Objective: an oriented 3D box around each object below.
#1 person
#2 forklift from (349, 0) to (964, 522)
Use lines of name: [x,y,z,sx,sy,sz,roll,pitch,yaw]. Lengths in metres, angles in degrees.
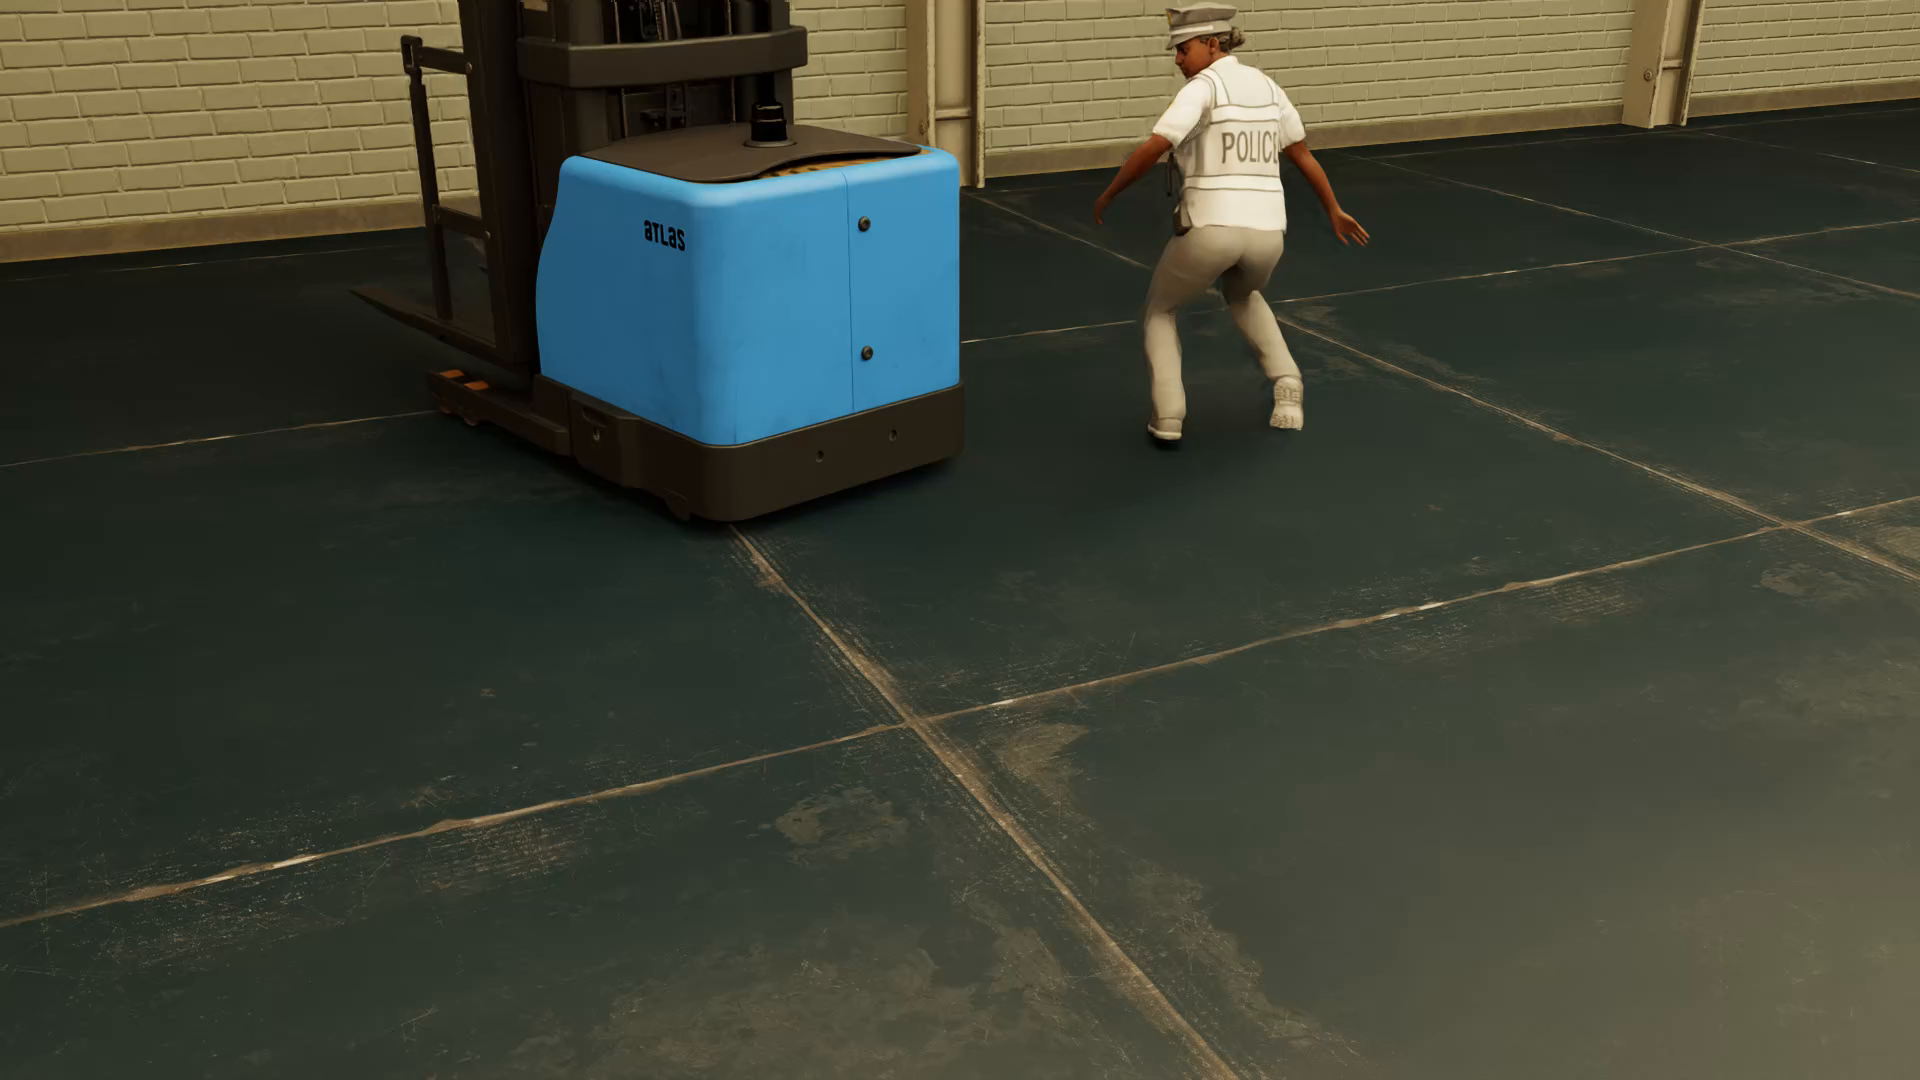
person: [0.955,-1.082,5.861,0.916,1.542,0.505,-10,25,-23]
forklift: [-1.353,-1.889,5.833,1.130,2.935,3.031,-19,29,-39]
